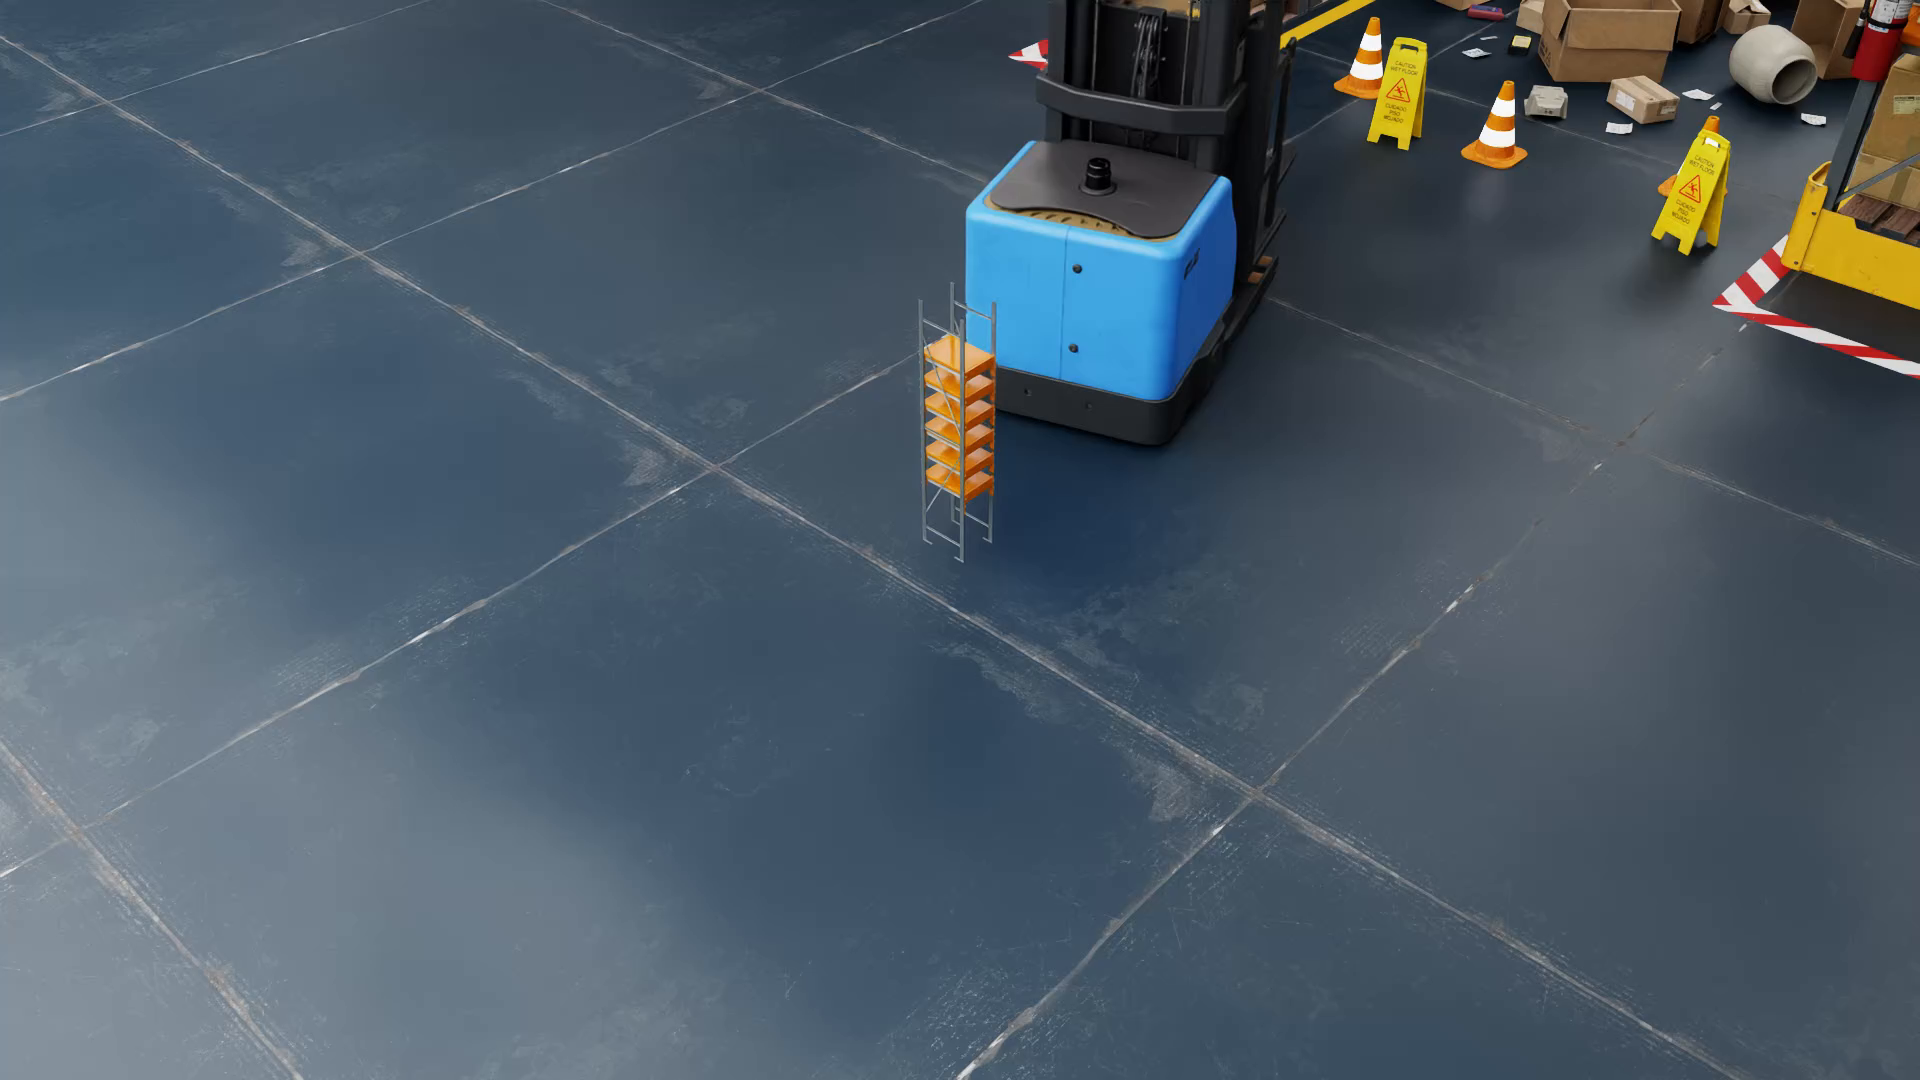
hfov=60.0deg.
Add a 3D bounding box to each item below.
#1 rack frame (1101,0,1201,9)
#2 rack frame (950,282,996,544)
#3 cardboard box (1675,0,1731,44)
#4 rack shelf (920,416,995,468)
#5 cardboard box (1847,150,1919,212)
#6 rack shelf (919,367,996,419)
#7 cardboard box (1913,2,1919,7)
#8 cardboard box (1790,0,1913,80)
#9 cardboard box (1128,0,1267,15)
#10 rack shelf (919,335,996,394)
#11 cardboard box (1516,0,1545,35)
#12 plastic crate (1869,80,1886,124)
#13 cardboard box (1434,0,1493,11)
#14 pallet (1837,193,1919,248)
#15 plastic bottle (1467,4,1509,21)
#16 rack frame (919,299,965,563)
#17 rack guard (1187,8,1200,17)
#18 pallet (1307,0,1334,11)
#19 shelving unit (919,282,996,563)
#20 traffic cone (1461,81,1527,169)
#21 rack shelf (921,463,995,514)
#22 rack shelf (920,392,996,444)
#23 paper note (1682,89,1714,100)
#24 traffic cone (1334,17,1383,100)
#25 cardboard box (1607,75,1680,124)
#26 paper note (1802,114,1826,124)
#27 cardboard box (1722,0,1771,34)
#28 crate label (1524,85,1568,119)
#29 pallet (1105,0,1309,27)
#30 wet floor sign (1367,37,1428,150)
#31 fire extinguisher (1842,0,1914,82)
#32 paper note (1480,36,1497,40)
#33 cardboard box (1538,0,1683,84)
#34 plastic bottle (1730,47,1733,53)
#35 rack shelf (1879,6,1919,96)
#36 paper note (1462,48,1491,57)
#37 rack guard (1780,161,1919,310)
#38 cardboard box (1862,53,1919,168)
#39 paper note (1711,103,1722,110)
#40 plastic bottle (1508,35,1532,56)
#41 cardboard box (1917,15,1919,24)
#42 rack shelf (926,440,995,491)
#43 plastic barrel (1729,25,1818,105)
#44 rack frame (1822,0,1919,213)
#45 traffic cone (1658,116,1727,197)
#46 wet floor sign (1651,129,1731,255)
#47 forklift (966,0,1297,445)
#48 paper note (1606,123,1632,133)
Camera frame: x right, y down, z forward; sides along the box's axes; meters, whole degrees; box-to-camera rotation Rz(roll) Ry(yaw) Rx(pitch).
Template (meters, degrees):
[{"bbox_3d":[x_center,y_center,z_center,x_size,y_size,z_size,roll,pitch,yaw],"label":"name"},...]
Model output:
[{"bbox_3d":[1.275,-4.529,10.536,1.000,3.000,0.127,30,47,32],"label":"rack frame"},{"bbox_3d":[0.052,-0.505,6.921,0.240,1.200,0.006,30,47,32],"label":"rack frame"},{"bbox_3d":[4.938,-3.876,11.611,0.797,0.637,0.503,30,47,32],"label":"cardboard box"},{"bbox_3d":[-0.010,-0.428,6.896,0.258,0.103,0.180,30,47,32],"label":"rack shelf"},{"bbox_3d":[5.360,-2.081,9.328,0.500,0.250,0.500,29,47,32],"label":"cardboard box"},{"bbox_3d":[-0.010,-0.616,6.746,0.258,0.103,0.180,30,47,32],"label":"rack shelf"},{"bbox_3d":[5.180,-2.823,8.593,0.380,0.149,0.250,29,47,31],"label":"cardboard box"},{"bbox_3d":[5.968,-3.437,11.168,0.500,0.500,0.500,-5,39,-6],"label":"cardboard box"},{"bbox_3d":[1.684,-4.201,11.493,0.875,0.875,0.875,30,47,32],"label":"cardboard box"},{"bbox_3d":[-0.010,-0.710,6.672,0.258,0.103,0.180,30,47,32],"label":"rack shelf"},{"bbox_3d":[4.173,-3.734,11.732,0.258,0.266,0.396,-26,45,-29],"label":"cardboard box"},{"bbox_3d":[6.031,-2.815,10.726,0.402,0.080,0.583,14,41,17],"label":"plastic crate"},{"bbox_3d":[3.684,-4.245,12.185,0.500,0.500,0.500,-26,45,-29],"label":"cardboard box"},{"bbox_3d":[5.622,-1.799,9.343,1.003,0.211,1.213,30,47,32],"label":"pallet"},{"bbox_3d":[3.809,-3.792,11.970,0.283,0.061,0.133,14,41,17],"label":"plastic bottle"},{"bbox_3d":[-0.071,-0.421,6.815,0.240,1.200,0.006,30,47,32],"label":"rack frame"},{"bbox_3d":[1.259,-3.540,11.300,1.175,0.500,0.348,30,47,32],"label":"rack guard"},{"bbox_3d":[2.580,-4.396,12.609,1.003,0.211,1.213,30,47,32],"label":"pallet"},{"bbox_3d":[-0.010,-0.463,6.868,0.258,1.200,0.189,30,47,32],"label":"shelving unit"},{"bbox_3d":[3.286,-2.553,10.089,0.336,0.463,0.334,30,47,32],"label":"traffic cone"},{"bbox_3d":[-0.010,-0.240,7.045,0.258,0.103,0.180,30,47,32],"label":"rack shelf"},{"bbox_3d":[-0.010,-0.522,6.821,0.258,0.103,0.180,30,47,32],"label":"rack shelf"},{"bbox_3d":[4.849,-2.928,10.917,0.142,0.019,0.148,-18,42,-21],"label":"paper note"},{"bbox_3d":[2.681,-3.184,10.882,0.336,0.463,0.334,30,47,32],"label":"traffic cone"},{"bbox_3d":[4.390,-2.831,10.691,0.250,0.149,0.380,-11,40,-14],"label":"cardboard box"},{"bbox_3d":[5.448,-2.689,10.607,0.142,0.019,0.148,14,41,17],"label":"paper note"},{"bbox_3d":[5.562,-3.792,11.805,0.258,0.266,0.396,2,39,2],"label":"cardboard box"},{"bbox_3d":[3.771,-2.813,10.678,0.250,0.136,0.298,8,39,10],"label":"crate label"},{"bbox_3d":[1.757,-3.838,11.907,1.003,0.211,1.213,30,47,32],"label":"pallet"},{"bbox_3d":[2.717,-2.763,10.206,0.267,0.644,0.232,22,43,25],"label":"wet floor sign"},{"bbox_3d":[4.580,-2.608,8.182,0.296,0.674,0.183,30,47,32],"label":"fire extinguisher"},{"bbox_3d":[3.713,-3.525,11.675,0.123,0.001,0.032,-11,40,-14],"label":"paper note"},{"bbox_3d":[4.313,-3.390,11.109,0.797,0.503,0.637,2,39,2],"label":"cardboard box"},{"bbox_3d":[5.441,-3.379,11.451,0.283,0.061,0.133,-26,45,-29],"label":"plastic bottle"},{"bbox_3d":[6.346,-3.134,9.360,1.077,0.370,4.000,30,47,32],"label":"rack shelf"},{"bbox_3d":[3.558,-3.355,11.446,0.142,0.017,0.144,-18,42,-21],"label":"paper note"},{"bbox_3d":[5.048,-1.554,8.802,1.175,0.500,0.348,30,47,32],"label":"rack guard"},{"bbox_3d":[5.345,-2.356,9.073,0.500,0.500,0.500,30,47,32],"label":"cardboard box"},{"bbox_3d":[4.904,-2.813,10.780,0.032,0.001,0.123,30,47,32],"label":"paper note"},{"bbox_3d":[3.886,-3.440,11.527,0.133,0.061,0.283,14,41,17],"label":"plastic bottle"},{"bbox_3d":[5.091,-2.660,8.388,0.380,0.149,0.250,31,48,33],"label":"cardboard box"},{"bbox_3d":[-0.010,-0.334,6.971,0.258,0.103,0.180,30,47,32],"label":"rack shelf"},{"bbox_3d":[5.273,-3.073,10.775,0.421,0.421,0.512,-5,39,-6],"label":"plastic barrel"},{"bbox_3d":[4.997,-2.497,7.980,1.000,3.000,0.127,30,47,32],"label":"rack frame"},{"bbox_3d":[4.335,-2.243,9.700,0.336,0.463,0.334,30,47,32],"label":"traffic cone"},{"bbox_3d":[4.079,-1.938,9.168,0.232,0.644,0.267,-18,42,-21],"label":"wet floor sign"},{"bbox_3d":[1.067,-2.501,8.040,1.130,2.935,3.031,15,41,18],"label":"forklift"},{"bbox_3d":[4.165,-2.605,10.502,0.148,0.019,0.142,14,41,17],"label":"paper note"}]
